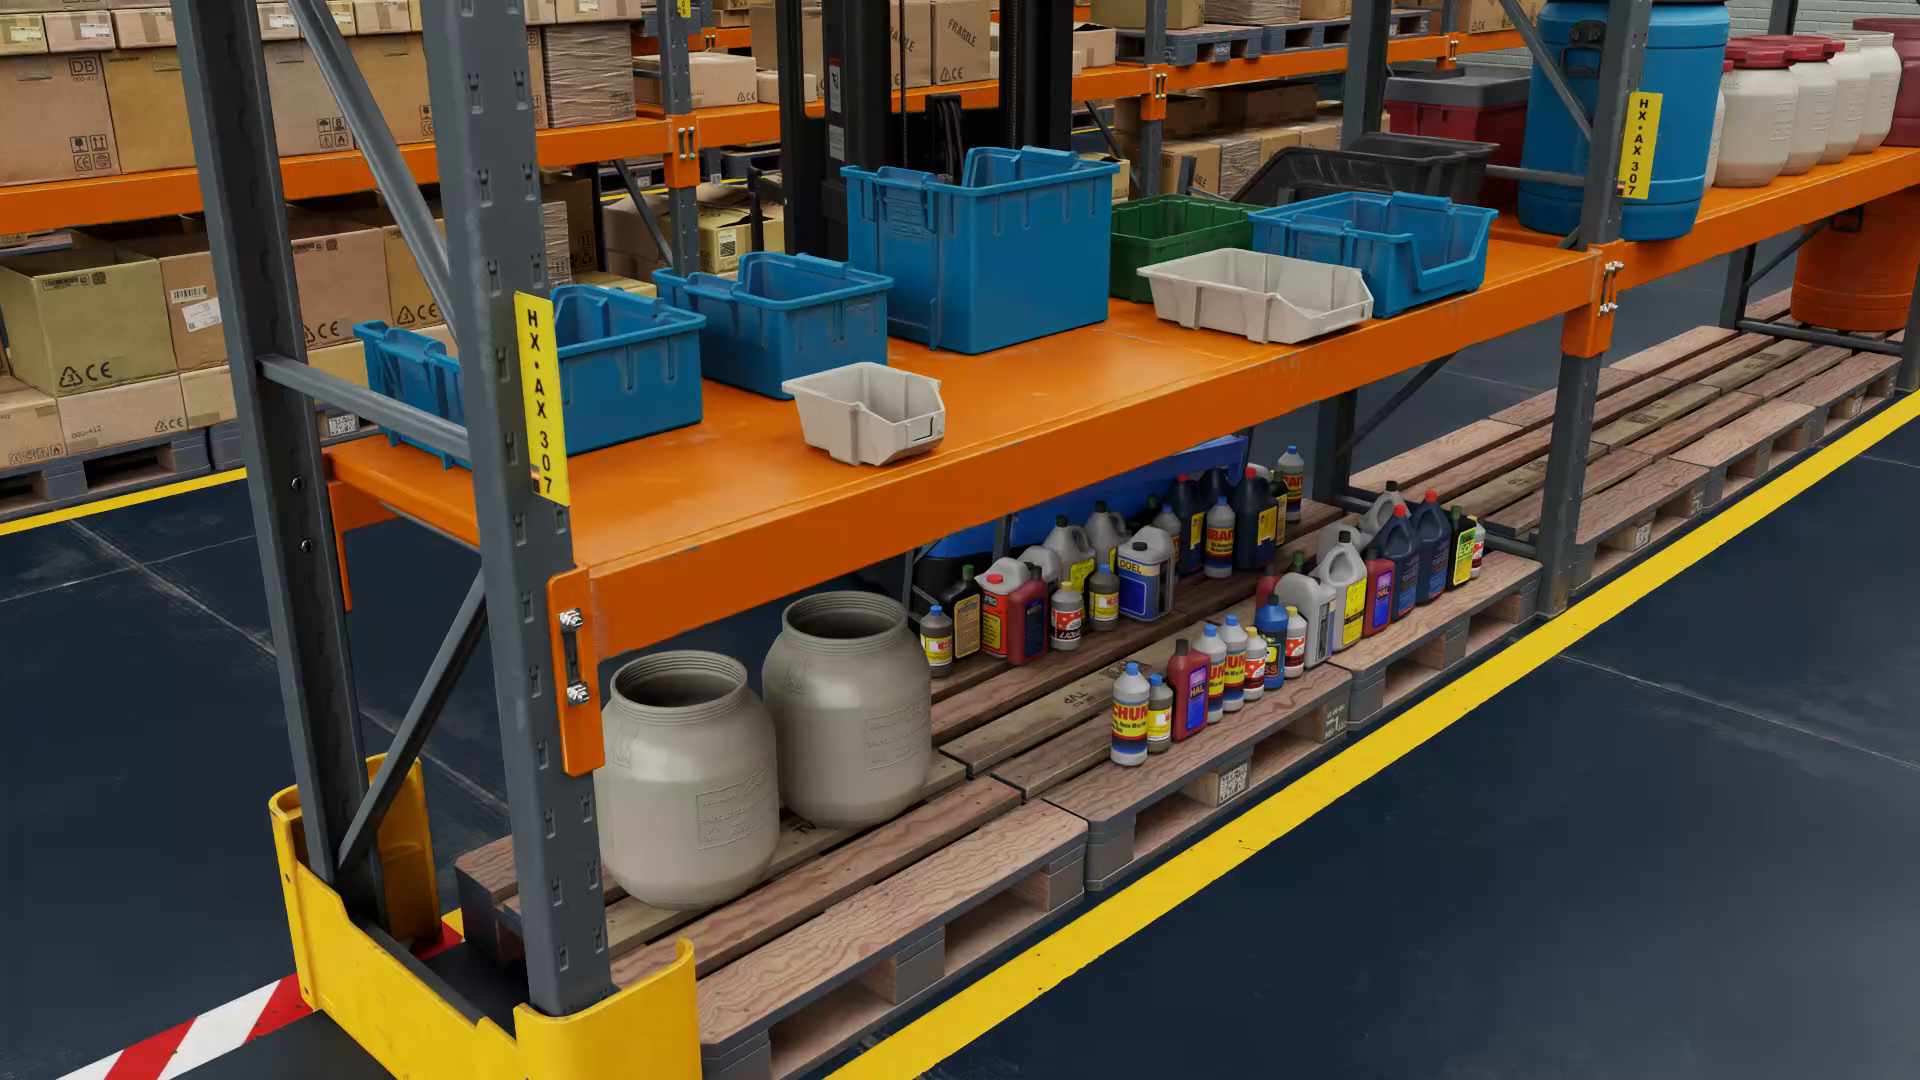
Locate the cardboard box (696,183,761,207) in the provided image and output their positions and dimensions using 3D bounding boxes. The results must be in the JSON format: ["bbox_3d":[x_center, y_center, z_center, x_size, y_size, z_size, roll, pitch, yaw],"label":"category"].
[{"bbox_3d":[-1.357,-1.980,10.012,0.500,0.311,0.500,-19,28,-41],"label":"cardboard box"}]

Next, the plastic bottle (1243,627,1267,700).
[{"bbox_3d":[0.829,0.347,4.777,0.097,0.201,0.097,0,21,0],"label":"plastic bottle"}]

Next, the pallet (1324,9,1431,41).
[{"bbox_3d":[3.152,-4.284,13.806,1.003,0.211,1.213,19,28,41],"label":"pallet"}]

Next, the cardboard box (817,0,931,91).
[{"bbox_3d":[-0.528,-2.999,10.057,0.500,0.500,0.500,19,28,41],"label":"cardboard box"}]

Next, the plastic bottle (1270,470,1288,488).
[{"bbox_3d":[1.146,-0.155,6.084,0.097,0.201,0.097,0,21,0],"label":"plastic bottle"}]

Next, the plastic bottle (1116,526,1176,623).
[{"bbox_3d":[0.589,0.104,5.307,0.152,0.276,0.135,19,28,41],"label":"plastic bottle"}]

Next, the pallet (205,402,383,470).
[{"bbox_3d":[-3.229,-0.684,8.060,1.003,0.211,1.213,19,28,41],"label":"pallet"}]

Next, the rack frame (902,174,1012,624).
[{"bbox_3d":[0.023,-0.339,5.201,0.032,1.500,0.500,-13,31,-34],"label":"rack frame"}]

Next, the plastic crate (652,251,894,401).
[{"bbox_3d":[-0.445,-0.526,3.968,0.499,0.251,0.408,19,28,41],"label":"plastic crate"}]

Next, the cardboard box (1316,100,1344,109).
[{"bbox_3d":[3.276,-3.527,14.440,0.500,0.500,0.500,18,27,38],"label":"cardboard box"}]

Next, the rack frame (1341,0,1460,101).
[{"bbox_3d":[3.788,-4.551,14.235,1.000,3.000,0.127,19,28,41],"label":"rack frame"}]

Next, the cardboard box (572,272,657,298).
[{"bbox_3d":[-1.960,-1.234,8.850,0.500,0.250,0.500,19,28,41],"label":"cardboard box"}]

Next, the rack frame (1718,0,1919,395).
[{"bbox_3d":[4.544,-2.282,8.332,1.000,3.000,0.127,19,28,41],"label":"rack frame"}]

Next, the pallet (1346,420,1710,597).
[{"bbox_3d":[2.274,-0.164,6.707,1.003,0.211,1.213,19,28,41],"label":"pallet"}]

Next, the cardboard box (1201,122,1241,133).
[{"bbox_3d":[1.843,-2.994,13.054,0.500,0.500,0.500,18,27,39],"label":"cardboard box"}]

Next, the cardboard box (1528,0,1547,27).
[{"bbox_3d":[5.044,-4.921,15.058,0.500,0.500,0.500,19,28,40],"label":"cardboard box"}]

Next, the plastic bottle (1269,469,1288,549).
[{"bbox_3d":[1.088,-0.103,5.834,0.061,0.283,0.133,19,28,41],"label":"plastic bottle"}]

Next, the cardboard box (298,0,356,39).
[{"bbox_3d":[-2.899,-2.326,7.401,0.250,0.149,0.380,-19,28,-40],"label":"cardboard box"}]

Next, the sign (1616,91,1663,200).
[{"bbox_3d":[2.140,-1.243,5.241,0.100,0.325,0.005,19,28,41],"label":"sign"}]

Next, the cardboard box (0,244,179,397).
[{"bbox_3d":[-3.702,-0.940,7.042,0.500,0.500,0.500,19,28,41],"label":"cardboard box"}]

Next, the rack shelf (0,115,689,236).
[{"bbox_3d":[-3.188,-1.645,7.676,1.077,0.370,4.000,19,28,41],"label":"rack shelf"}]

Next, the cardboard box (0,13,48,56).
[{"bbox_3d":[-3.798,-1.995,6.542,0.380,0.149,0.250,19,28,41],"label":"cardboard box"}]

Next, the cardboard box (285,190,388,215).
[{"bbox_3d":[-3.038,-1.460,8.393,0.500,0.500,0.500,19,28,41],"label":"cardboard box"}]

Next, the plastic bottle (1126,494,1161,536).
[{"bbox_3d":[0.617,-0.007,5.586,0.133,0.283,0.061,-19,28,-40],"label":"plastic bottle"}]

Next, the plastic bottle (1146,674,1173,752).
[{"bbox_3d":[0.524,0.460,4.484,0.097,0.201,0.097,0,21,0],"label":"plastic bottle"}]

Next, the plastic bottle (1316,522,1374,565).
[{"bbox_3d":[1.253,0.068,5.399,0.152,0.276,0.135,19,28,41],"label":"plastic bottle"}]

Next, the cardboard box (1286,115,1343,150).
[{"bbox_3d":[2.948,-3.138,13.428,0.500,0.500,0.500,20,29,41],"label":"cardboard box"}]

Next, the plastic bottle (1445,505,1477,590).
[{"bbox_3d":[1.654,0.015,5.529,0.133,0.283,0.061,-18,28,-39],"label":"plastic bottle"}]

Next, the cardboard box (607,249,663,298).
[{"bbox_3d":[-1.711,-1.587,9.769,0.500,0.250,0.500,19,28,40],"label":"cardboard box"}]

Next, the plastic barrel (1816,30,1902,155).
[{"bbox_3d":[3.980,-2.017,7.485,0.421,0.512,0.421,0,21,0],"label":"plastic barrel"}]

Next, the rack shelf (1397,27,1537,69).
[{"bbox_3d":[5.183,-4.730,15.702,1.077,0.370,4.000,19,28,41],"label":"rack shelf"}]

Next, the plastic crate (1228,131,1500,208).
[{"bbox_3d":[1.297,-1.122,5.401,0.767,0.338,0.504,19,28,41],"label":"plastic crate"}]

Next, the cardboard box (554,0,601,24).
[{"bbox_3d":[-2.003,-2.658,8.265,0.380,0.149,0.250,19,28,40],"label":"cardboard box"}]

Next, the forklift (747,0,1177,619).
[{"bbox_3d":[-0.261,-1.572,6.578,1.130,2.935,3.031,-9,23,-23],"label":"forklift"}]

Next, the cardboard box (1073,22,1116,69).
[{"bbox_3d":[0.713,-3.399,11.361,0.500,0.311,0.500,-18,27,-39],"label":"cardboard box"}]

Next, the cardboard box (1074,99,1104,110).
[{"bbox_3d":[1.184,-5.114,18.598,0.700,0.500,0.500,19,28,40],"label":"cardboard box"}]

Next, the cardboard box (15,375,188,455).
[{"bbox_3d":[-3.703,-0.591,7.178,0.500,0.250,0.500,19,28,41],"label":"cardboard box"}]

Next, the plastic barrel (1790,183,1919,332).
[{"bbox_3d":[4.873,-1.595,8.984,0.600,0.830,0.708,19,28,41],"label":"plastic barrel"}]

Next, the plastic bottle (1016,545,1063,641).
[{"bbox_3d":[0.223,0.165,5.149,0.152,0.276,0.135,18,28,39],"label":"plastic bottle"}]

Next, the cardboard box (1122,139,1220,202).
[{"bbox_3d":[1.520,-2.607,12.048,0.500,0.500,0.500,-19,28,-40],"label":"cardboard box"}]

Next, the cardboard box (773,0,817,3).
[{"bbox_3d":[-1.660,-5.150,15.210,0.500,0.500,0.500,-19,28,-40],"label":"cardboard box"}]

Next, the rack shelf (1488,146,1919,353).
[{"bbox_3d":[3.149,-1.433,7.123,1.077,0.370,4.000,19,28,41],"label":"rack shelf"}]

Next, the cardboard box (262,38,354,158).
[{"bbox_3d":[-3.170,-2.029,7.533,0.500,0.500,0.700,-19,28,-40],"label":"cardboard box"}]

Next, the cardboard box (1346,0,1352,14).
[{"bbox_3d":[2.863,-4.536,13.469,0.500,0.500,0.700,-15,26,-34],"label":"cardboard box"}]

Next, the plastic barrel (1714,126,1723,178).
[{"bbox_3d":[2.787,-1.491,6.467,0.301,0.262,0.301,0,21,0],"label":"plastic barrel"}]

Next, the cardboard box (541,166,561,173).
[{"bbox_3d":[-3.788,-3.364,14.017,0.700,0.500,0.500,19,28,40],"label":"cardboard box"}]

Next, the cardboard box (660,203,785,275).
[{"bbox_3d":[-1.326,-1.713,9.316,0.500,0.311,0.500,19,28,41],"label":"cardboard box"}]

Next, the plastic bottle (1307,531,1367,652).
[{"bbox_3d":[1.152,0.147,5.090,0.144,0.351,0.185,19,28,40],"label":"plastic bottle"}]

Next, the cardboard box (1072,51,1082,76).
[{"bbox_3d":[0.568,-3.105,10.823,0.380,0.149,0.250,19,28,41],"label":"cardboard box"}]

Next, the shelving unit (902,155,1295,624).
[{"bbox_3d":[0.433,-0.435,5.487,1.048,1.500,0.538,-13,31,-34],"label":"shelving unit"}]

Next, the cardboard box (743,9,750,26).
[{"bbox_3d":[-1.976,-4.743,15.057,0.250,0.149,0.380,-20,29,-41],"label":"cardboard box"}]

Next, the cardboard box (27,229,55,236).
[{"bbox_3d":[-6.475,-2.202,11.484,0.380,0.149,0.250,17,27,36],"label":"cardboard box"}]

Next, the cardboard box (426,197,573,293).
[{"bbox_3d":[-2.317,-1.458,8.389,0.500,0.500,0.500,19,28,41],"label":"cardboard box"}]

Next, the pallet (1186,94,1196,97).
[{"bbox_3d":[2.525,-5.292,20.048,1.003,0.211,1.213,19,28,41],"label":"pallet"}]

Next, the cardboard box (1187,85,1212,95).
[{"bbox_3d":[2.610,-5.643,19.973,0.700,0.500,0.500,19,28,41],"label":"cardboard box"}]

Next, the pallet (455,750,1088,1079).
[{"bbox_3d":[-0.447,0.837,4.103,1.003,0.211,1.213,19,28,41],"label":"pallet"}]

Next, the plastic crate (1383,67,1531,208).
[{"bbox_3d":[1.872,-1.485,6.168,0.402,0.464,0.583,19,28,41],"label":"plastic crate"}]
